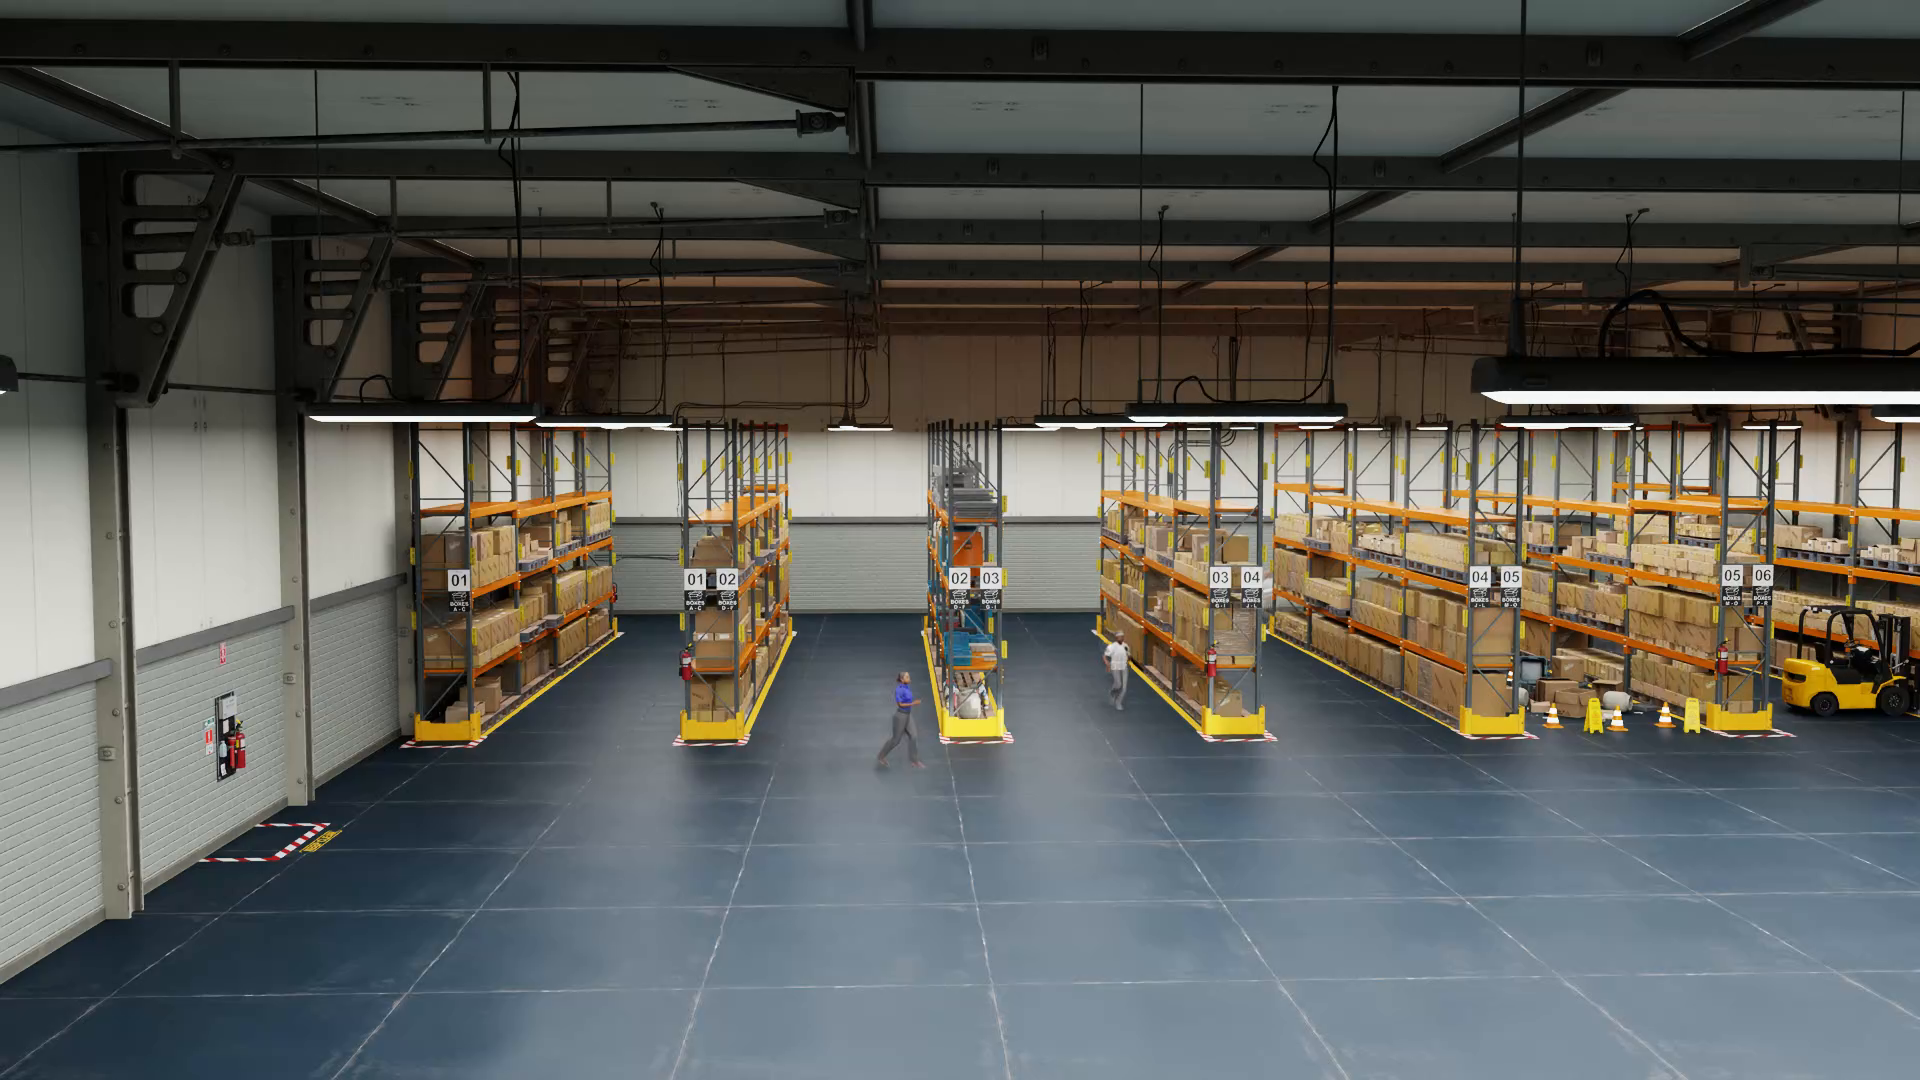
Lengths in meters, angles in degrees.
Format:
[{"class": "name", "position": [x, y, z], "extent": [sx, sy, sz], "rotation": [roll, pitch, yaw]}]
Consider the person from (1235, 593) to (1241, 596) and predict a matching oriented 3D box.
[{"class": "person", "position": [7.691, 1.891, 47.068], "extent": [0.693, 1.630, 0.963], "rotation": [1, 4, 9]}]

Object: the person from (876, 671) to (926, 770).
[{"class": "person", "position": [-1.006, 3.063, 28.338], "extent": [0.870, 1.685, 0.595], "rotation": [1, 4, 19]}]

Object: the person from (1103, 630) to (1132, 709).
[{"class": "person", "position": [3.312, 2.689, 34.440], "extent": [0.574, 1.660, 0.548], "rotation": [-1, 4, -16]}]

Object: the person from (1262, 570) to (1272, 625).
[{"class": "person", "position": [8.962, 1.835, 48.863], "extent": [0.774, 1.548, 0.738], "rotation": [0, 4, -6]}]
